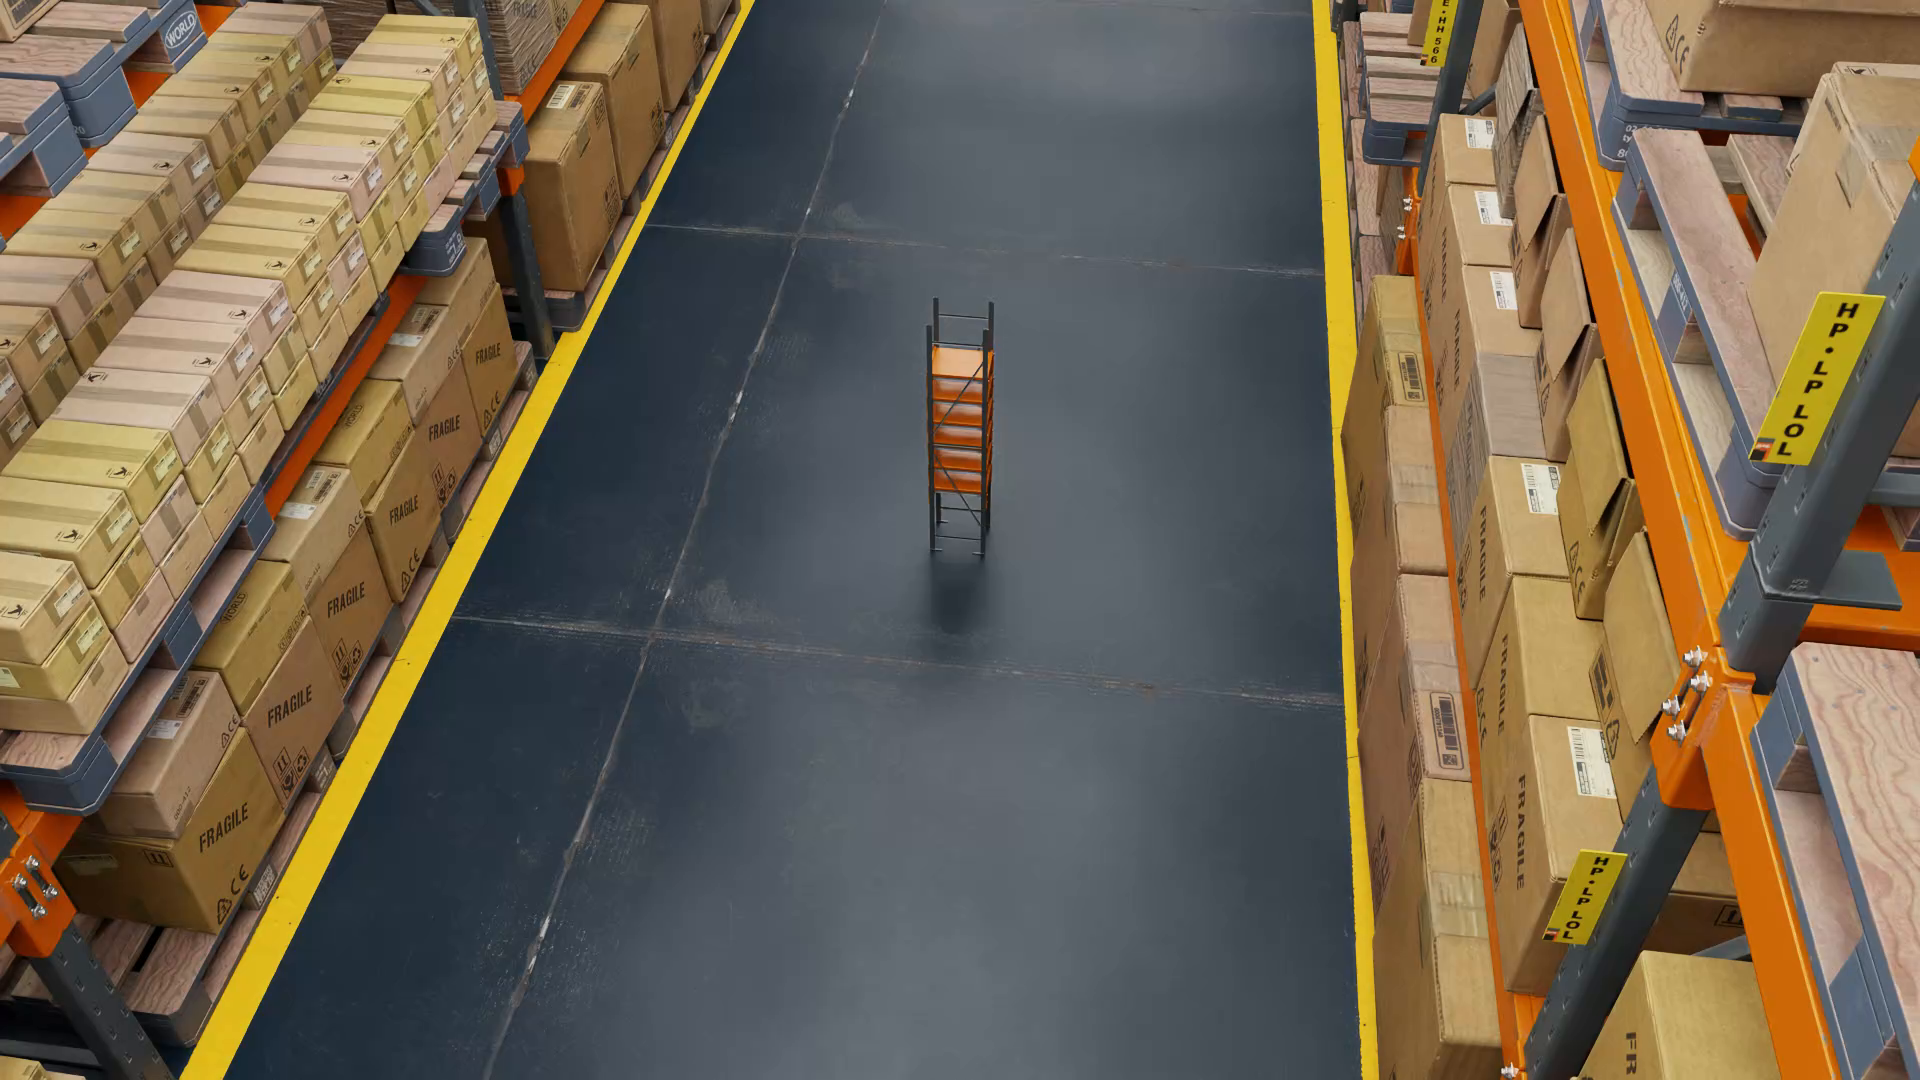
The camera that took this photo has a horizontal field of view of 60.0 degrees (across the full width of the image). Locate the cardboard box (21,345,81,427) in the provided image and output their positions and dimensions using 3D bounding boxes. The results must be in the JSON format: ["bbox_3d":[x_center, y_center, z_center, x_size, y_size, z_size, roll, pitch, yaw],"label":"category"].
[{"bbox_3d":[-3.052,-0.500,5.279,0.380,0.149,0.250,3,44,3],"label":"cardboard box"}]

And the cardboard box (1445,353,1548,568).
[{"bbox_3d":[1.854,-0.223,5.254,0.500,0.500,0.500,5,44,6],"label":"cardboard box"}]

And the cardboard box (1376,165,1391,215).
[{"bbox_3d":[2.584,-2.012,8.713,0.700,0.500,0.500,9,44,9],"label":"cardboard box"}]

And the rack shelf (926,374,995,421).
[{"bbox_3d":[0.002,-0.588,6.736,0.258,0.103,0.180,5,44,6],"label":"rack shelf"}]

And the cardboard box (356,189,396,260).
[{"bbox_3d":[-2.265,-1.145,5.960,0.380,0.149,0.250,5,44,5],"label":"cardboard box"}]

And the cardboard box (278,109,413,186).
[{"bbox_3d":[-2.229,-1.425,6.040,0.380,0.149,0.250,6,44,7],"label":"cardboard box"}]

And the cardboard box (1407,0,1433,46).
[{"bbox_3d":[2.393,-2.485,7.337,0.700,0.500,0.500,11,45,12],"label":"cardboard box"}]

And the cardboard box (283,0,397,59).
[{"bbox_3d":[-2.723,-2.423,7.576,0.500,0.500,0.500,5,44,6],"label":"cardboard box"}]

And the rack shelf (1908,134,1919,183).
[{"bbox_3d":[2.122,-1.944,3.595,1.077,0.370,4.000,5,44,6],"label":"rack shelf"}]

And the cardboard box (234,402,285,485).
[{"bbox_3d":[-2.402,-0.321,5.307,0.380,0.149,0.250,3,44,4],"label":"cardboard box"}]

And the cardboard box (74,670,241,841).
[{"bbox_3d":[-2.686,0.674,5.345,0.500,0.250,0.500,3,44,4],"label":"cardboard box"}]

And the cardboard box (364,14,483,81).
[{"bbox_3d":[-2.127,-1.957,6.601,0.380,0.149,0.250,4,44,4],"label":"cardboard box"}]

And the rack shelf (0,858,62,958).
[{"bbox_3d":[-3.310,2.295,3.190,1.077,0.370,4.000,5,44,6],"label":"rack shelf"}]

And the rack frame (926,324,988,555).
[{"bbox_3d":[-0.010,-0.383,6.804,0.240,1.200,0.006,5,44,6],"label":"rack frame"}]

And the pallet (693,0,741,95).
[{"bbox_3d":[-2.015,-3.236,10.536,1.003,0.211,1.213,5,44,6],"label":"pallet"}]

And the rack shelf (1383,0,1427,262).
[{"bbox_3d":[2.651,-2.637,8.399,1.077,0.370,4.000,5,44,6],"label":"rack shelf"}]

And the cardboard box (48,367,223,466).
[{"bbox_3d":[-2.435,-0.368,4.924,0.380,0.149,0.250,5,44,5],"label":"cardboard box"}]

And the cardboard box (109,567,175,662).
[{"bbox_3d":[-2.507,0.194,4.763,0.380,0.149,0.250,6,44,6],"label":"cardboard box"}]

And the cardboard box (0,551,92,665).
[{"bbox_3d":[-2.538,0.167,4.359,0.380,0.149,0.250,7,44,8],"label":"cardboard box"}]

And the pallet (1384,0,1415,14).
[{"bbox_3d":[2.607,-2.818,8.207,1.003,0.211,1.213,5,44,6],"label":"pallet"}]

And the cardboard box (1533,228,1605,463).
[{"bbox_3d":[2.103,-0.537,4.856,0.797,0.503,0.637,7,44,7],"label":"cardboard box"}]

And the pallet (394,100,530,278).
[{"bbox_3d":[-2.505,-1.490,6.804,1.213,0.211,1.003,5,44,6],"label":"pallet"}]

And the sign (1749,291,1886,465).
[{"bbox_3d":[1.318,-0.243,2.561,0.100,0.325,0.005,5,44,6],"label":"sign"}]

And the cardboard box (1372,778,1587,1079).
[{"bbox_3d":[1.922,1.372,4.882,1.225,0.875,0.875,5,44,6],"label":"cardboard box"}]

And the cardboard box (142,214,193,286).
[{"bbox_3d":[-2.948,-1.035,5.845,0.380,0.149,0.250,5,44,5],"label":"cardboard box"}]

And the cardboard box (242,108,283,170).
[{"bbox_3d":[-2.845,-1.546,6.384,0.380,0.149,0.250,4,44,4],"label":"cardboard box"}]

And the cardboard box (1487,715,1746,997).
[{"bbox_3d":[1.649,0.811,4.161,0.500,0.500,0.500,5,44,6],"label":"cardboard box"}]

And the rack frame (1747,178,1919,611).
[{"bbox_3d":[1.858,-0.988,1.770,1.000,3.000,0.127,5,44,6],"label":"rack frame"}]

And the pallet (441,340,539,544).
[{"bbox_3d":[-2.621,-0.510,7.657,1.003,0.211,1.213,5,44,6],"label":"pallet"}]

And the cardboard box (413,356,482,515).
[{"bbox_3d":[-2.417,-0.474,7.104,0.500,0.500,0.500,7,44,7],"label":"cardboard box"}]

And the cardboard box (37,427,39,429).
[{"bbox_3d":[-3.056,-0.386,5.376,0.380,0.149,0.250,4,44,4],"label":"cardboard box"}]

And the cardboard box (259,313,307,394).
[{"bbox_3d":[-2.369,-0.619,5.406,0.380,0.149,0.250,5,44,5],"label":"cardboard box"}]

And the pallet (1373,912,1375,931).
[{"bbox_3d":[1.885,1.671,5.354,1.003,0.211,1.213,5,44,6],"label":"pallet"}]

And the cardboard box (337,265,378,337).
[{"bbox_3d":[-2.301,-0.865,5.881,0.380,0.149,0.250,6,44,7],"label":"cardboard box"}]

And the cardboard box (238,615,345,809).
[{"bbox_3d":[-2.617,0.586,5.984,0.500,0.500,0.500,7,44,7],"label":"cardboard box"}]

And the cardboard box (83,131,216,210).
[{"bbox_3d":[-2.909,-1.320,5.929,0.380,0.149,0.250,7,44,7],"label":"cardboard box"}]

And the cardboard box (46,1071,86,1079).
[{"bbox_3d":[-2.772,1.689,4.858,0.380,0.149,0.250,6,44,6],"label":"cardboard box"}]

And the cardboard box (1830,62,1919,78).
[{"bbox_3d":[2.203,-0.961,3.801,0.380,0.149,0.250,4,44,4],"label":"cardboard box"}]

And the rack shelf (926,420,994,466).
[{"bbox_3d":[0.002,-0.413,6.901,0.258,0.103,0.180,5,44,6],"label":"rack shelf"}]

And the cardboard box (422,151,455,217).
[{"bbox_3d":[-2.194,-1.394,6.440,0.380,0.149,0.250,6,44,6],"label":"cardboard box"}]

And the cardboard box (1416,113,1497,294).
[{"bbox_3d":[2.052,-1.265,6.354,0.500,0.500,0.500,6,44,7],"label":"cardboard box"}]

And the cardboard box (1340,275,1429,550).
[{"bbox_3d":[2.274,-0.448,6.803,1.225,0.875,0.875,3,44,4],"label":"cardboard box"}]

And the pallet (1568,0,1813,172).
[{"bbox_3d":[2.209,-1.350,4.472,1.003,0.211,1.213,7,44,7],"label":"pallet"}]

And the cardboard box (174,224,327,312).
[{"bbox_3d":[-2.335,-0.898,5.484,0.380,0.149,0.250,6,44,7],"label":"cardboard box"}]

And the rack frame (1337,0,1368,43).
[{"bbox_3d":[2.915,-4.261,9.591,1.000,3.000,0.127,5,44,6],"label":"rack frame"}]

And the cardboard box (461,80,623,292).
[{"bbox_3d":[-2.347,-1.797,8.320,1.050,0.750,0.750,5,44,5],"label":"cardboard box"}]

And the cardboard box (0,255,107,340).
[{"bbox_3d":[-3.013,-0.786,5.365,0.380,0.149,0.250,3,44,4],"label":"cardboard box"}]

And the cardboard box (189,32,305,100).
[{"bbox_3d":[-2.803,-1.851,6.491,0.380,0.149,0.250,4,44,4],"label":"cardboard box"}]

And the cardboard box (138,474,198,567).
[{"bbox_3d":[-2.472,-0.078,4.833,0.380,0.149,0.250,6,44,7],"label":"cardboard box"}]

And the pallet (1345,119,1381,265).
[{"bbox_3d":[2.655,-1.884,9.109,1.003,0.211,1.213,5,44,6],"label":"pallet"}]

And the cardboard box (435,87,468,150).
[{"bbox_3d":[-2.164,-1.664,6.509,0.380,0.149,0.250,7,44,7],"label":"cardboard box"}]

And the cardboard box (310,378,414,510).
[{"bbox_3d":[-2.486,-0.392,6.472,0.500,0.250,0.500,6,44,6],"label":"cardboard box"}]

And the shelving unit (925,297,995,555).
[{"bbox_3d":[0.002,-0.446,6.870,0.258,1.200,0.189,5,44,6],"label":"shelving unit"}]

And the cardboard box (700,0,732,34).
[{"bbox_3d":[-1.981,-3.685,10.314,1.050,0.750,0.750,5,44,5],"label":"cardboard box"}]
